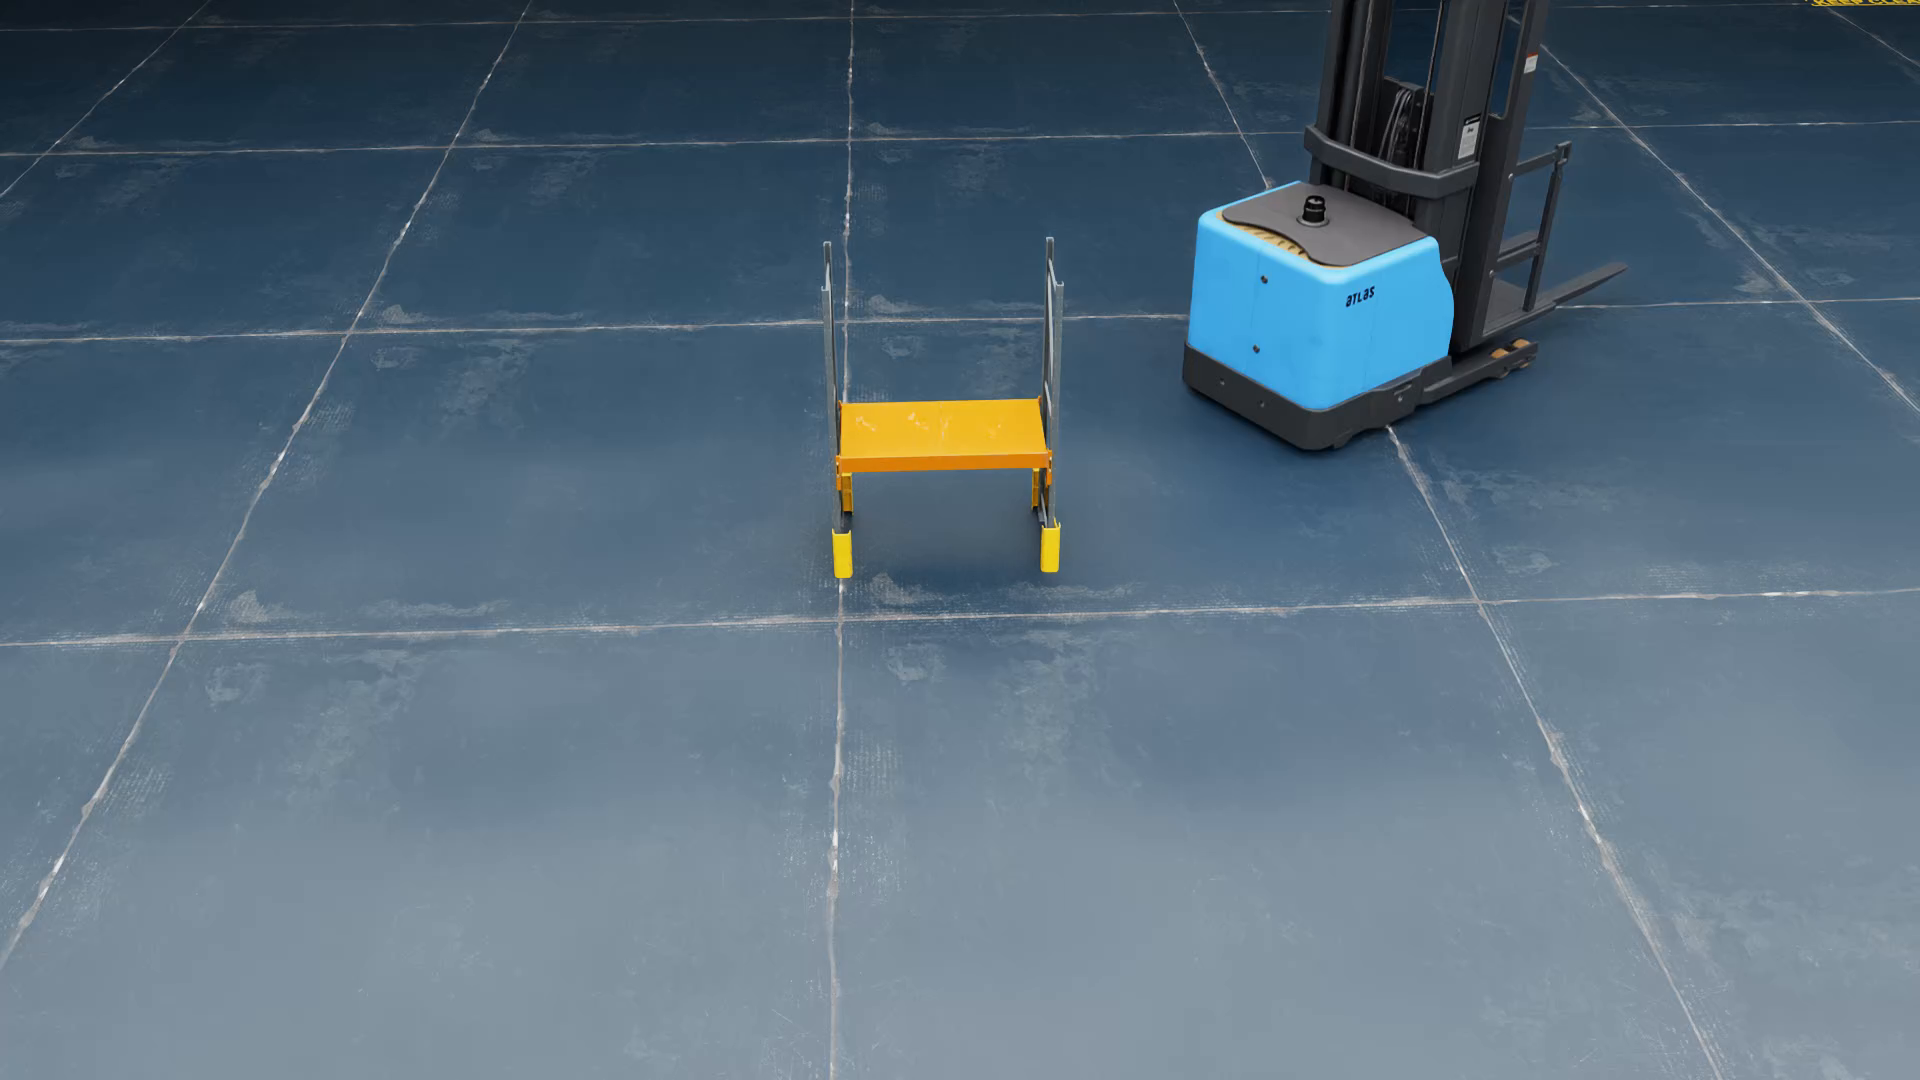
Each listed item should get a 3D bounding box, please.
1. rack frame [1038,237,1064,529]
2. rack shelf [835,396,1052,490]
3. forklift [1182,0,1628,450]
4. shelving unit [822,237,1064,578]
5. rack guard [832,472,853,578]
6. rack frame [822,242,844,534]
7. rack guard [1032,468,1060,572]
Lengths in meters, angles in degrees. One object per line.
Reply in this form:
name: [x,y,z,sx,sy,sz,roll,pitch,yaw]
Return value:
rack frame: [0.423,-0.628,7.840,0.032,1.500,0.500,-2,35,-2]
rack shelf: [-0.085,-0.467,7.922,1.000,0.185,0.538,-2,35,-2]
forklift: [2.741,-2.355,9.078,3.031,2.935,1.130,-23,41,-30]
shelving unit: [-0.076,-0.615,7.820,1.083,1.500,0.587,-2,35,-2]
rack guard: [-0.574,-0.087,8.157,0.087,0.250,0.587,-2,35,-2]
rack frame: [-0.593,-0.601,7.800,0.032,1.500,0.500,-2,35,-2]
rack guard: [0.421,-0.114,8.195,0.087,0.250,0.587,-2,35,-2]
